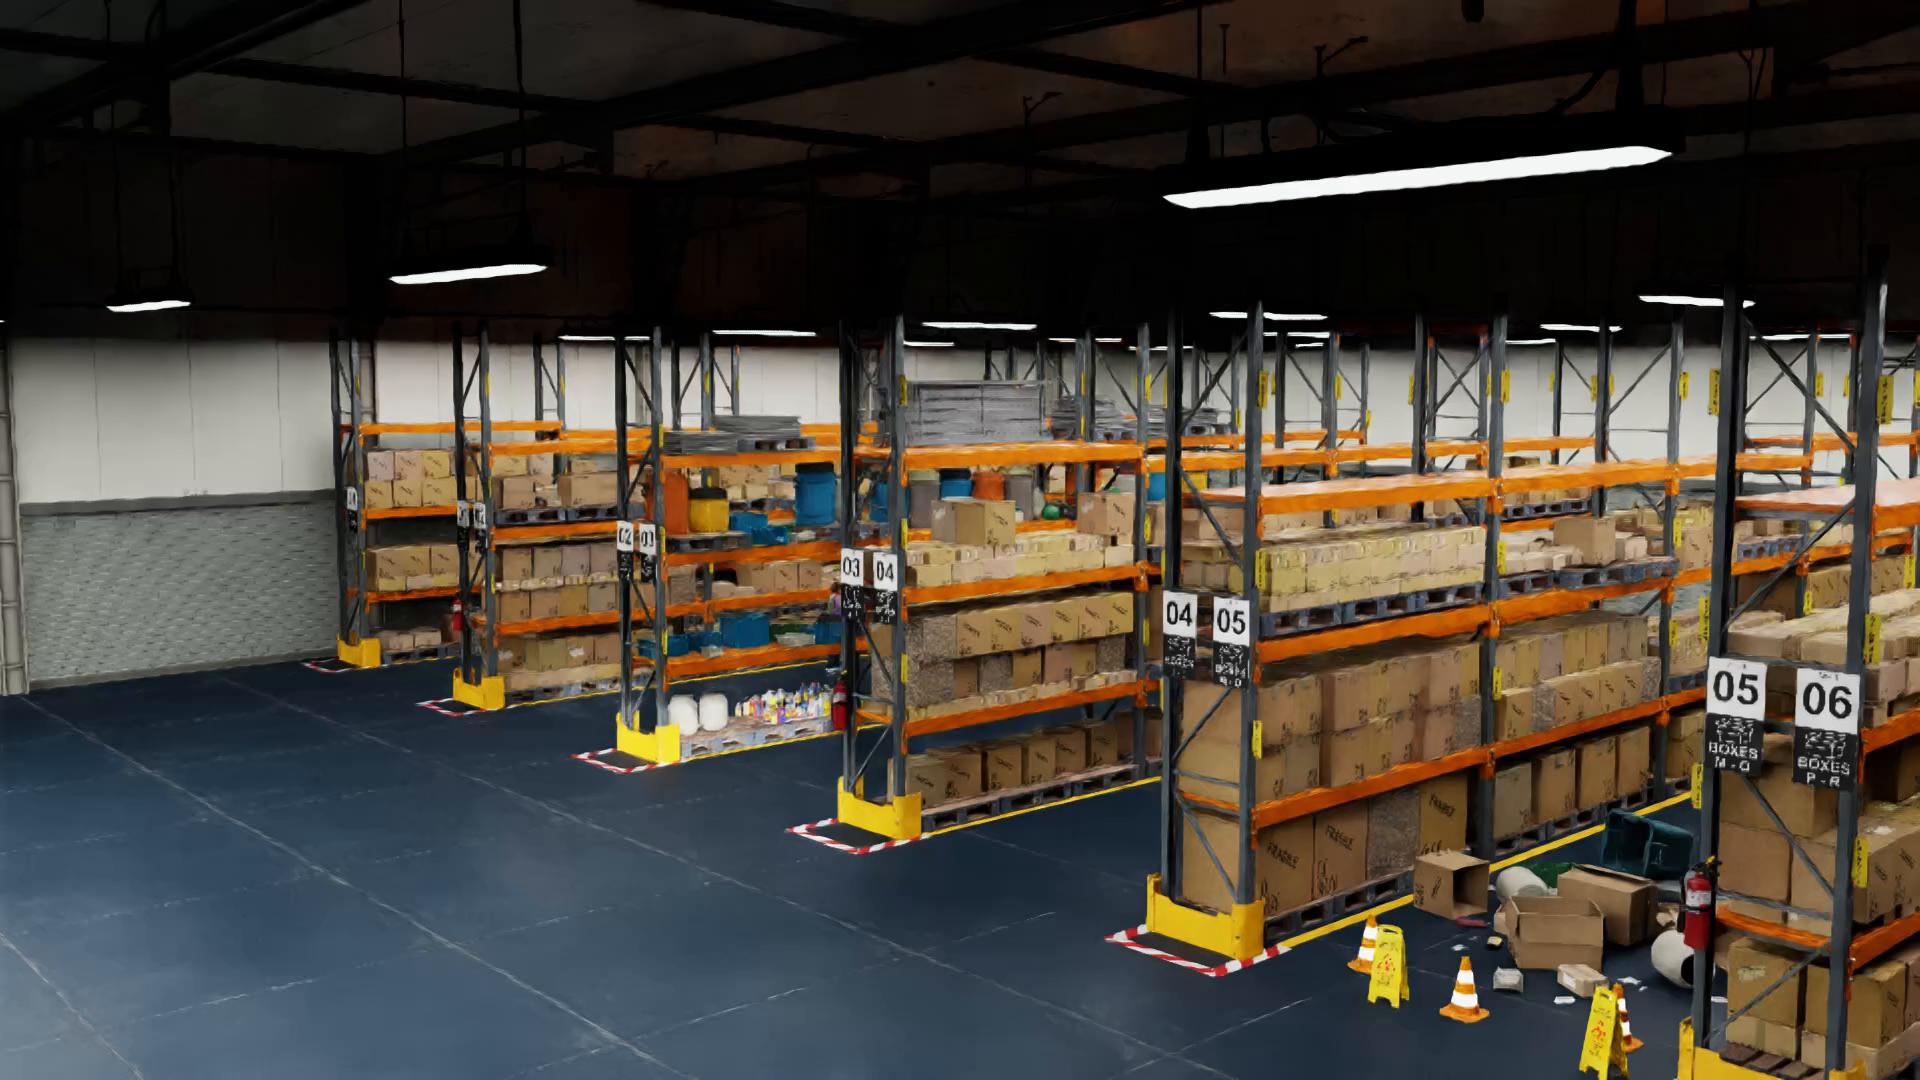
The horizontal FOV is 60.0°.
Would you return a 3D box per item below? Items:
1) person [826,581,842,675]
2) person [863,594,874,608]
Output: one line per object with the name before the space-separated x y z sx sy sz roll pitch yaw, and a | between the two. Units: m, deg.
person | -2.153 1.524 28.969 0.349 1.641 0.476 2 6 21
person | -1.935 1.075 33.400 0.575 1.607 0.625 -5 8 -44
